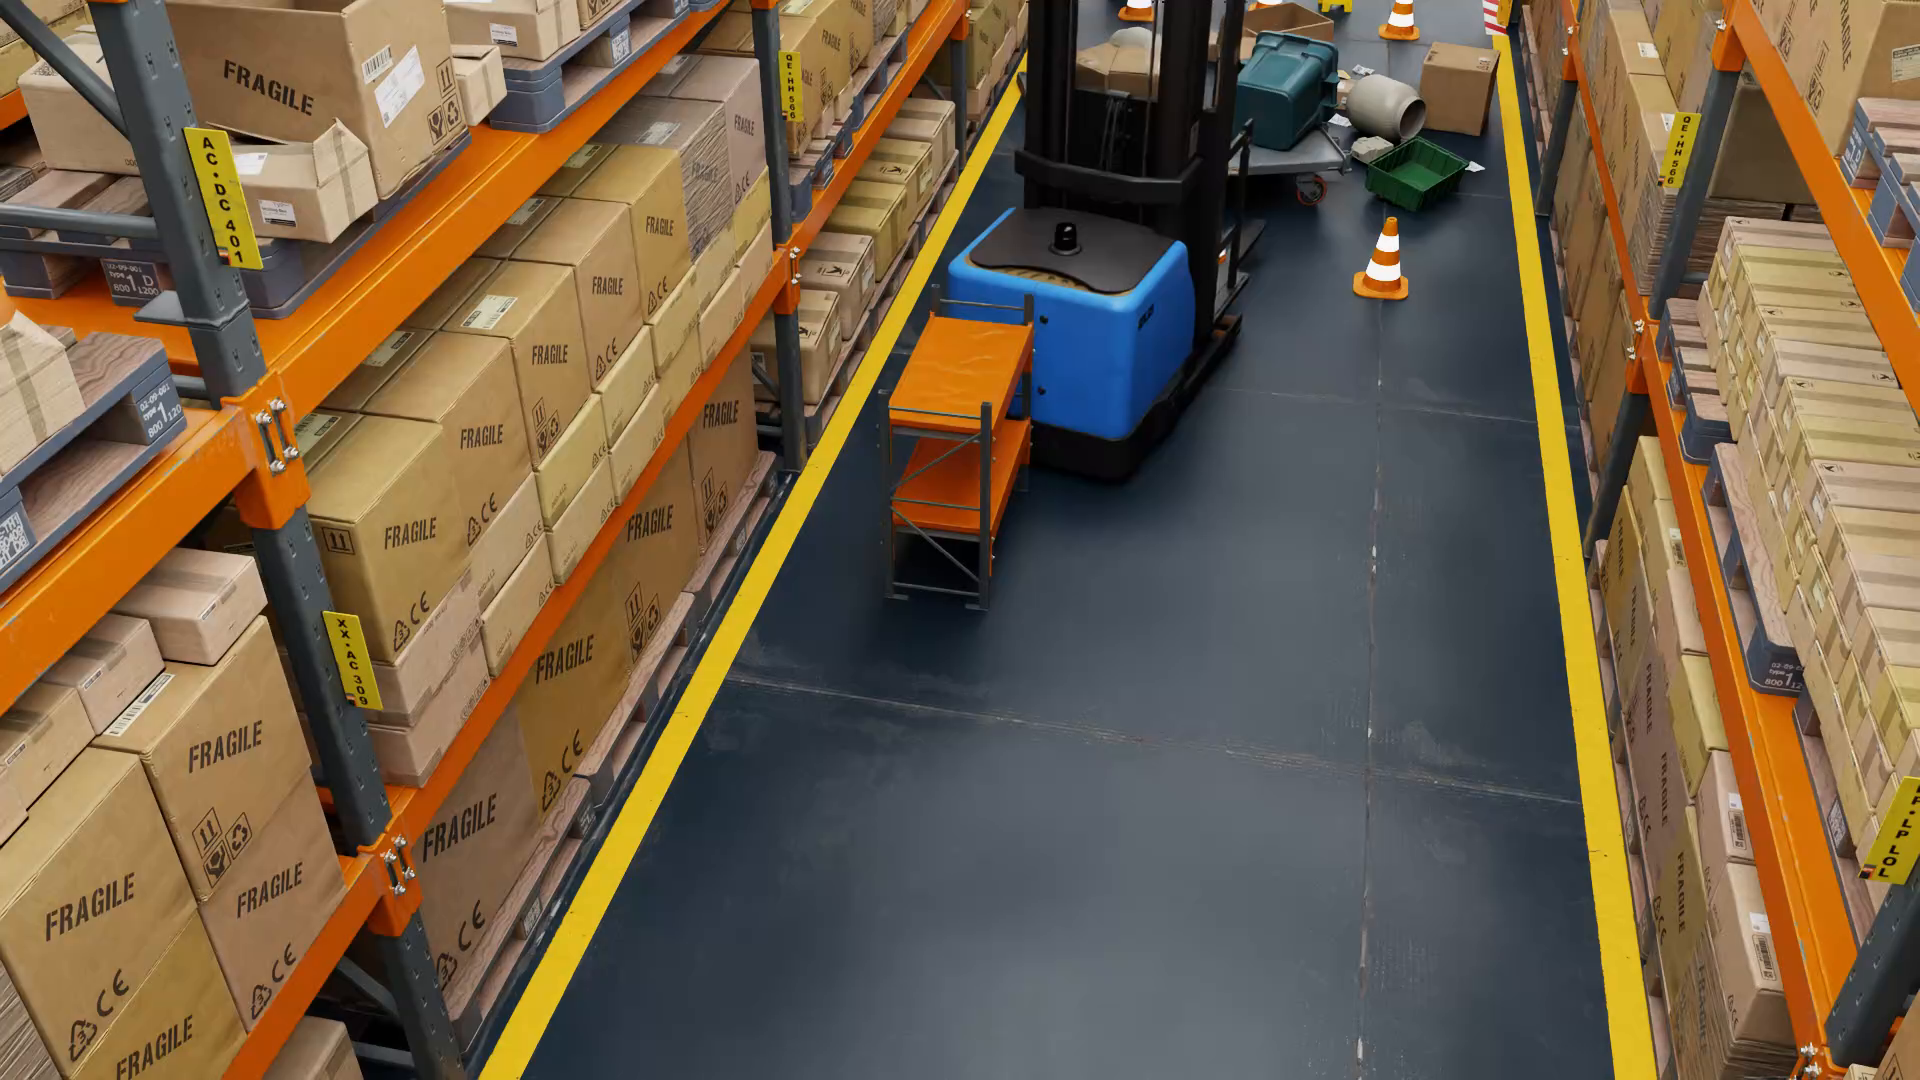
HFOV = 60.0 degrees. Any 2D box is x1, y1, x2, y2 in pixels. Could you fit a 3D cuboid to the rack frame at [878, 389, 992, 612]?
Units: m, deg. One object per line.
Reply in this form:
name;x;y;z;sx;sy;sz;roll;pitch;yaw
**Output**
rack frame;-0.110;-0.160;7.512;0.500;1.125;0.032;7;37;10

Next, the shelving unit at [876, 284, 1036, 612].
shelving unit;-0.001;-0.452;7.915;0.538;1.125;1.048;7;37;10

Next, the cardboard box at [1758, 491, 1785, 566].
cardboard box;2.918;-0.020;5.578;0.380;0.149;0.250;6;36;8

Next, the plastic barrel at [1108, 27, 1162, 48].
plastic barrel;1.438;-3.824;13.165;0.421;0.421;0.512;-24;42;-30

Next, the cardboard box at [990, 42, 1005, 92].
cardboard box;0.039;-3.616;12.669;0.500;0.250;0.500;9;37;13

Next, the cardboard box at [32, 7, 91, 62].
cardboard box;-5.609;-3.022;9.991;0.500;0.250;0.500;6;36;8

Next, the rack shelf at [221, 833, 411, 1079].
rack shelf;-2.590;2.076;3.442;1.077;0.370;4.000;7;37;10

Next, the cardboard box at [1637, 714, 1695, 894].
cardboard box;2.830;1.000;6.087;0.500;0.500;0.500;7;36;9

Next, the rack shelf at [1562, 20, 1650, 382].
rack shelf;3.976;-1.947;8.994;1.077;0.370;4.000;7;37;10

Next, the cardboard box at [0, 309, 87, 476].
cardboard box;-1.987;-0.326;3.259;0.396;0.266;0.258;8;37;11

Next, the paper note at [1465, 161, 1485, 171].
paper note;3.662;-2.682;11.924;0.147;0.020;0.142;-17;39;-22

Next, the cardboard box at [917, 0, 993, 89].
cardboard box;-0.064;-3.613;12.025;0.500;0.500;0.500;9;37;12

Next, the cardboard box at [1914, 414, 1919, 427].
cardboard box;3.726;-0.388;6.085;0.380;0.149;0.250;7;36;9

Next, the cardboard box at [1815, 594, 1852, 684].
cardboard box;2.752;0.309;4.870;0.380;0.149;0.250;6;36;8

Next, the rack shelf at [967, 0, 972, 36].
rack shelf;-0.027;-4.803;12.934;1.077;0.370;4.000;7;37;10

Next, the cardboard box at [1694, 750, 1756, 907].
cardboard box;2.729;0.988;5.464;0.500;0.250;0.500;9;37;12

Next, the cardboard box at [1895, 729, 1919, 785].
cardboard box;2.590;0.637;4.164;0.380;0.149;0.250;9;37;12

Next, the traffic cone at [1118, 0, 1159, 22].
traffic cone;1.569;-4.806;14.486;0.336;0.463;0.334;7;37;10

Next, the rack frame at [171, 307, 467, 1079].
rack frame;-2.163;0.639;4.813;1.000;3.000;0.127;7;37;10

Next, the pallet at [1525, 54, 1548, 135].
pallet;4.901;-3.384;12.739;1.003;0.211;1.213;7;37;10

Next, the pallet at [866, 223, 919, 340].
pallet;-0.877;-1.671;10.375;1.003;0.211;1.213;7;37;10

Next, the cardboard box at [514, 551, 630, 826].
cardboard box;-1.923;0.445;6.533;0.875;0.875;0.875;8;37;11

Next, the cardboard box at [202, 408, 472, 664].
cardboard box;-1.788;-0.023;4.788;0.500;0.500;0.500;8;37;11

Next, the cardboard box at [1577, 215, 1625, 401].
cardboard box;3.950;-1.191;8.896;1.050;0.750;0.750;8;37;11

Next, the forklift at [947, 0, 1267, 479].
forklift;1.017;-2.353;8.999;1.130;2.935;3.031;16;39;21

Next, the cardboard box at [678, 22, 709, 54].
cardboard box;-1.483;-2.281;8.145;0.500;0.500;0.500;6;36;9

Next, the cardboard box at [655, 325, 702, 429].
cardboard box;-1.380;-0.690;6.774;0.500;0.250;0.500;7;37;9

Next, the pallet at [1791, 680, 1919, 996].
pallet;3.000;0.859;4.672;1.003;0.211;1.213;7;37;10

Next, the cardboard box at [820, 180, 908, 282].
cardboard box;-0.861;-1.941;10.254;0.950;0.372;0.625;8;37;12

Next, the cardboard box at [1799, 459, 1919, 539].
cardboard box;2.869;-0.110;5.195;0.380;0.149;0.250;6;36;8

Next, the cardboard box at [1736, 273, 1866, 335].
cardboard box;3.149;-0.866;6.238;0.380;0.149;0.250;7;37;10

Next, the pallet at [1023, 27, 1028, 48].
pallet;0.176;-4.607;14.427;1.003;0.211;1.213;7;37;10

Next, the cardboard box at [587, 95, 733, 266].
cardboard box;-1.265;-1.476;6.793;0.500;0.500;0.500;8;37;11

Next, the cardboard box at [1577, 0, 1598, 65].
cardboard box;4.028;-3.158;9.966;0.500;0.500;0.500;8;37;10

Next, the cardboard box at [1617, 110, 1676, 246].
cardboard box;3.491;-1.710;7.968;0.500;0.500;0.500;7;37;10

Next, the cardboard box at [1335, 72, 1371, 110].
cardboard box;2.971;-3.495;12.845;0.396;0.266;0.258;14;38;18

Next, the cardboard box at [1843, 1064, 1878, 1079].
cardboard box;2.314;1.424;3.943;0.380;0.149;0.250;9;37;12

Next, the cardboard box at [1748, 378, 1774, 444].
cardboard box;3.032;-0.432;5.893;0.380;0.149;0.250;7;37;10

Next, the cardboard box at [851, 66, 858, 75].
cardboard box;-0.784;-2.665;9.227;0.380;0.149;0.250;9;37;12

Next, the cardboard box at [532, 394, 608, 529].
cardboard box;-1.576;-0.308;5.821;0.500;0.250;0.500;8;37;11

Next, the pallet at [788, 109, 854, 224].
pallet;-1.260;-1.999;8.615;1.213;0.211;1.003;7;37;10

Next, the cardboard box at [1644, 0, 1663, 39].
cardboard box;4.087;-2.960;8.841;0.700;0.500;0.500;8;37;10

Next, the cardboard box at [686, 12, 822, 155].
cardboard box;-0.986;-2.215;8.053;0.500;0.500;0.500;6;36;9

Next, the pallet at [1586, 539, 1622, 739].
pallet;3.381;0.485;7.401;1.003;0.211;1.213;7;37;10

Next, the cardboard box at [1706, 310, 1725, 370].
cardboard box;3.199;-0.775;6.620;0.380;0.149;0.250;9;37;12

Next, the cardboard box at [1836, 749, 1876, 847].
cardboard box;2.641;0.731;4.541;0.380;0.149;0.250;8;37;10

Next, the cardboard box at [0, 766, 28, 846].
cardboard box;-2.179;0.574;3.412;0.380;0.149;0.250;7;37;10

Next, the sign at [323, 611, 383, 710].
sign;-1.620;0.325;4.441;0.100;0.325;0.005;7;37;10

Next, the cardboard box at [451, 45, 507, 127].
cardboard box;-1.551;-1.333;4.818;0.380;0.166;0.250;5;36;7

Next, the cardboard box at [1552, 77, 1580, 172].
cardboard box;4.606;-3.047;11.350;0.875;0.875;0.875;8;37;11

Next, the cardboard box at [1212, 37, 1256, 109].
cardboard box;2.307;-3.424;12.429;0.797;0.637;0.503;7;37;10
